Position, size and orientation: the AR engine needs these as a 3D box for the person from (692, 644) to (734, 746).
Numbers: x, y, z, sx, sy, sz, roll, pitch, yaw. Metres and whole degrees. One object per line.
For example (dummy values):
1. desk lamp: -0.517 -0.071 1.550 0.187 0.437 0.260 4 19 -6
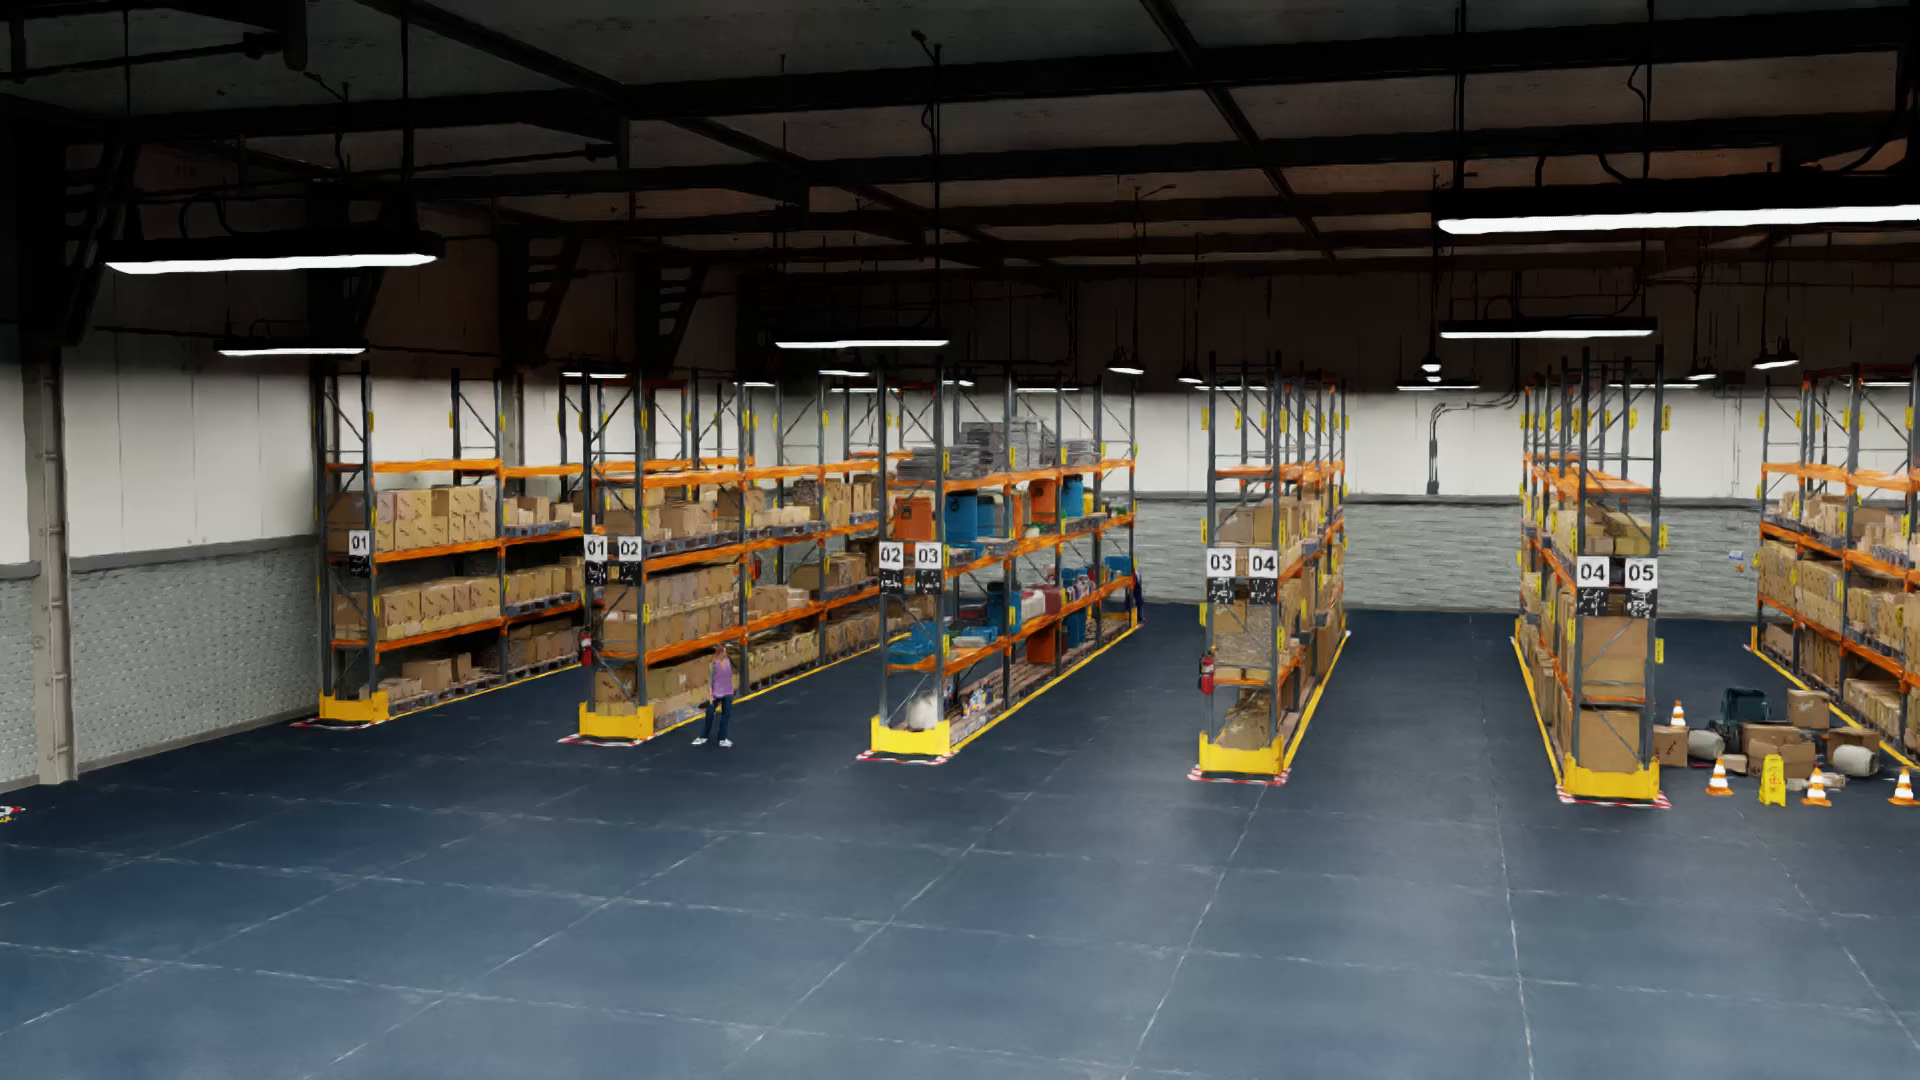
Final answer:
1. person: -3.799 2.386 25.585 0.596 1.591 0.447 -3 5 -32

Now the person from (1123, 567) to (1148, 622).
1. person: 4.321 1.217 41.454 0.649 1.632 0.482 -3 5 -36

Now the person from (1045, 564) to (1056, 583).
1. person: 2.101 1.424 37.885 0.629 1.740 0.991 4 6 42
